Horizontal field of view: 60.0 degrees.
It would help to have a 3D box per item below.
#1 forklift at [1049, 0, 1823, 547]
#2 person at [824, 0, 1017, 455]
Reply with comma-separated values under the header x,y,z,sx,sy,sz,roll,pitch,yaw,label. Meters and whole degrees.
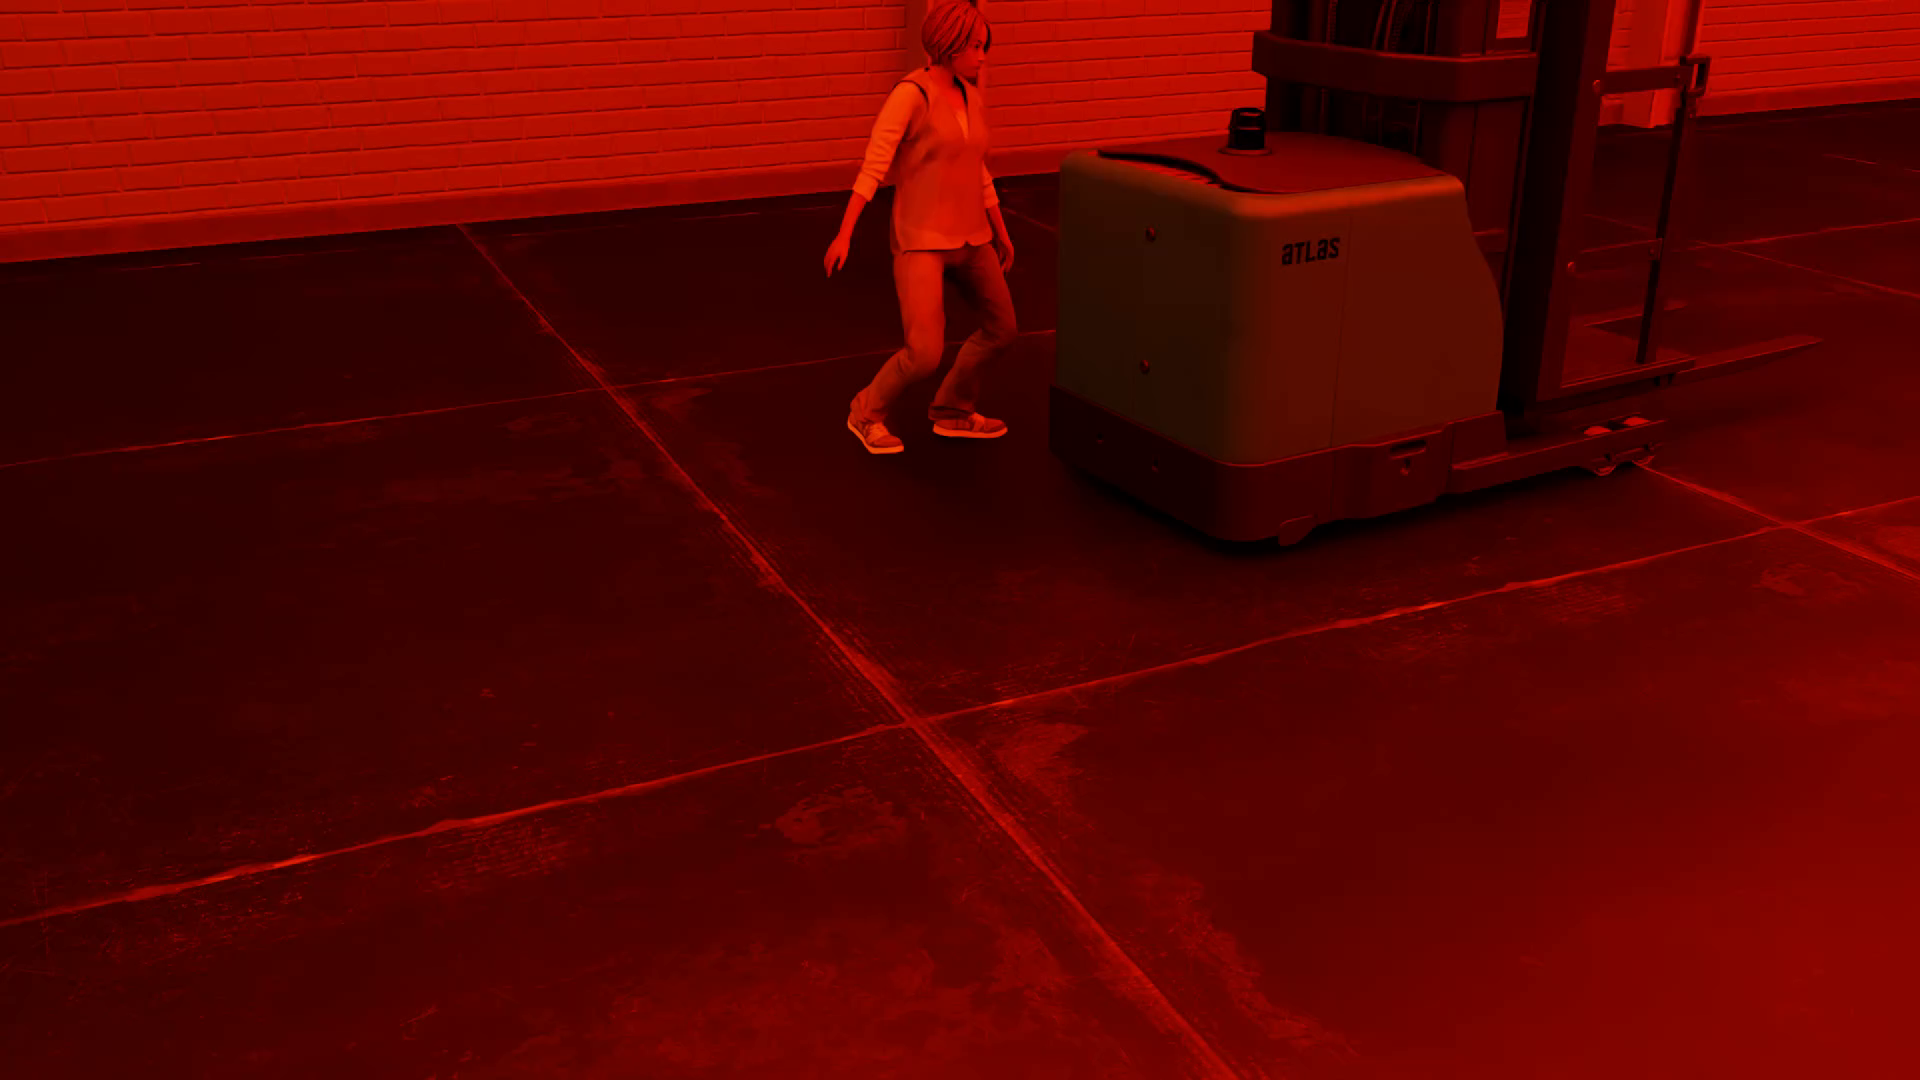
x,y,z,sx,sy,sz,roll,pitch,yaw,label
1.835,-1.732,5.456,3.031,2.935,1.130,-13,26,-28,forklift
-0.128,-0.999,5.543,0.744,1.524,0.446,-20,30,-40,person
